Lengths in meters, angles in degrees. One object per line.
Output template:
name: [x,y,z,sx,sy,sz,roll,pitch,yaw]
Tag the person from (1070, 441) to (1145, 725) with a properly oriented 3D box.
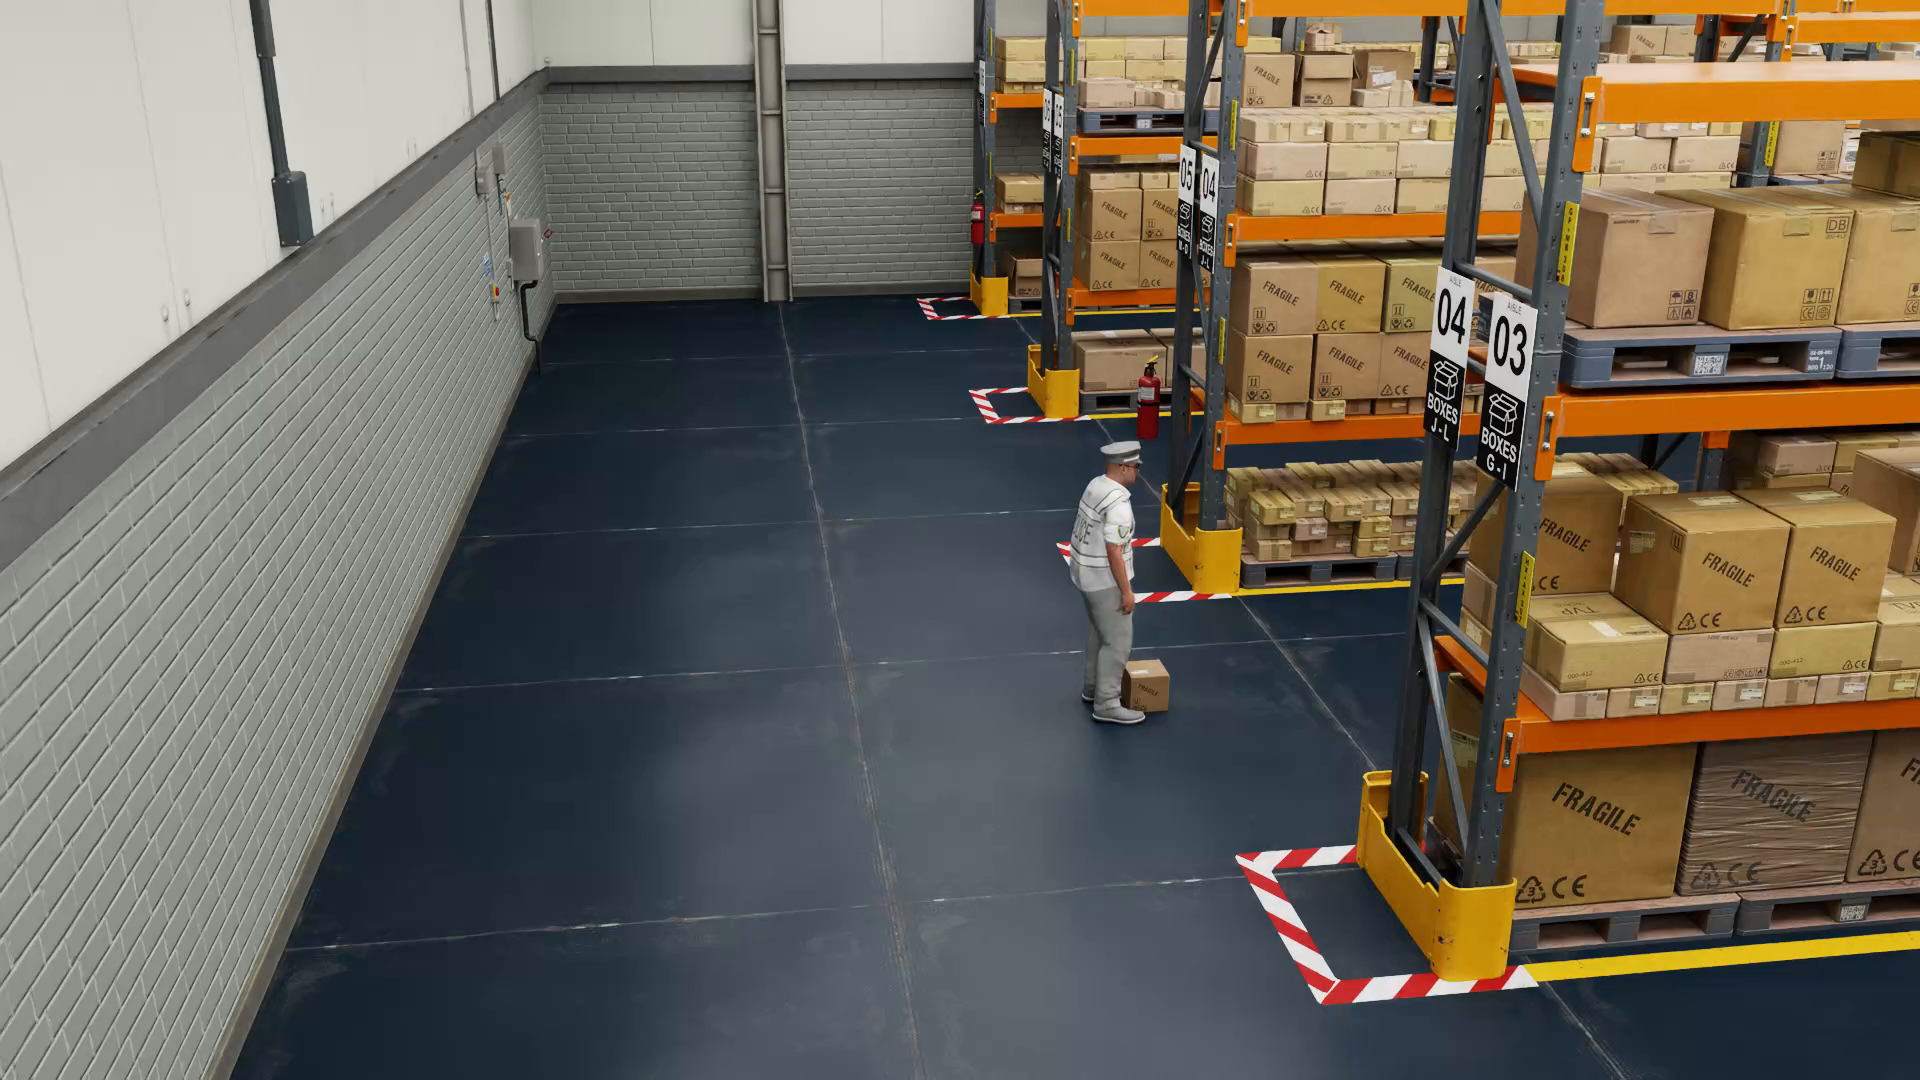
person: [0.919,0.244,10.380,0.439,1.751,0.606,-4,20,-11]
